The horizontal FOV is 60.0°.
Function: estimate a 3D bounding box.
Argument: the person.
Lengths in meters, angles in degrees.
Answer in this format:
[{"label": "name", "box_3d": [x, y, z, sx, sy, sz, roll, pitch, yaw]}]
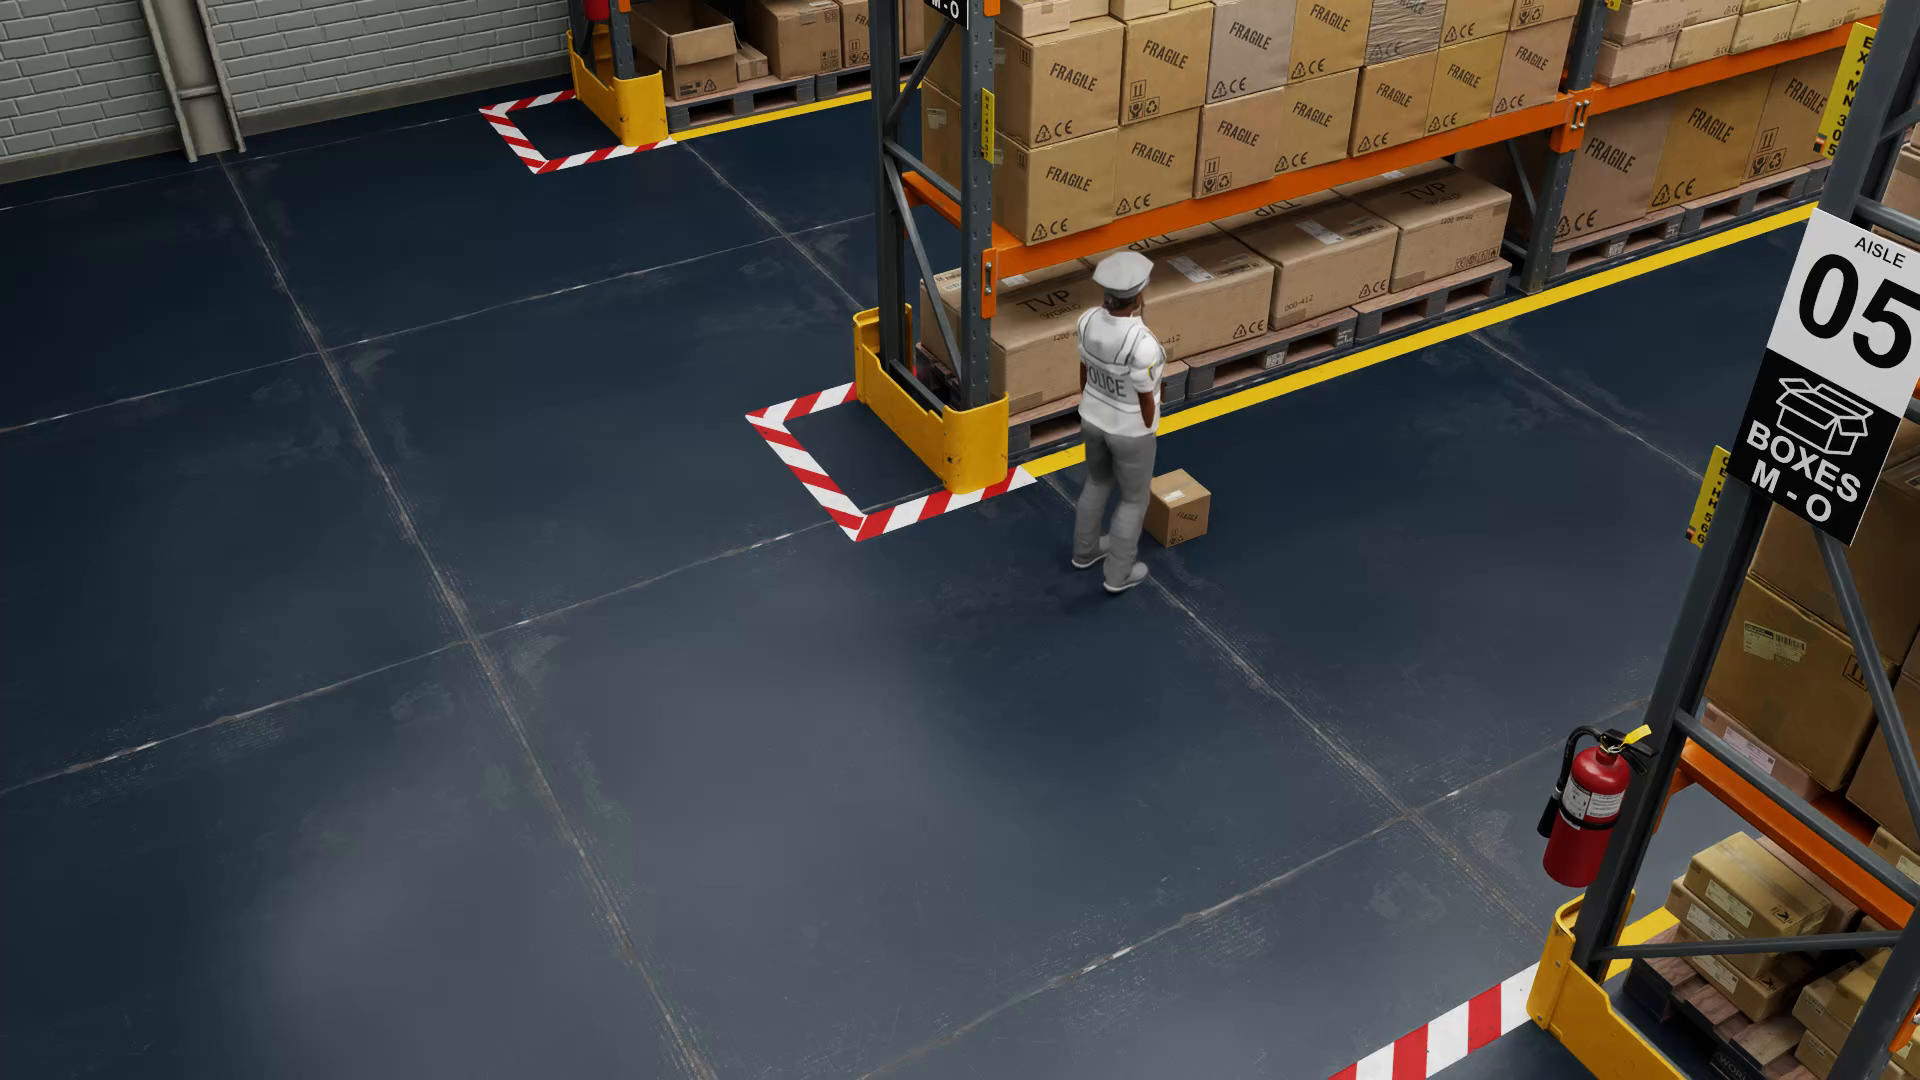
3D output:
[{"label": "person", "box_3d": [0.724, -0.530, 7.641, 0.342, 1.685, 0.437, -30, 46, -34]}]
